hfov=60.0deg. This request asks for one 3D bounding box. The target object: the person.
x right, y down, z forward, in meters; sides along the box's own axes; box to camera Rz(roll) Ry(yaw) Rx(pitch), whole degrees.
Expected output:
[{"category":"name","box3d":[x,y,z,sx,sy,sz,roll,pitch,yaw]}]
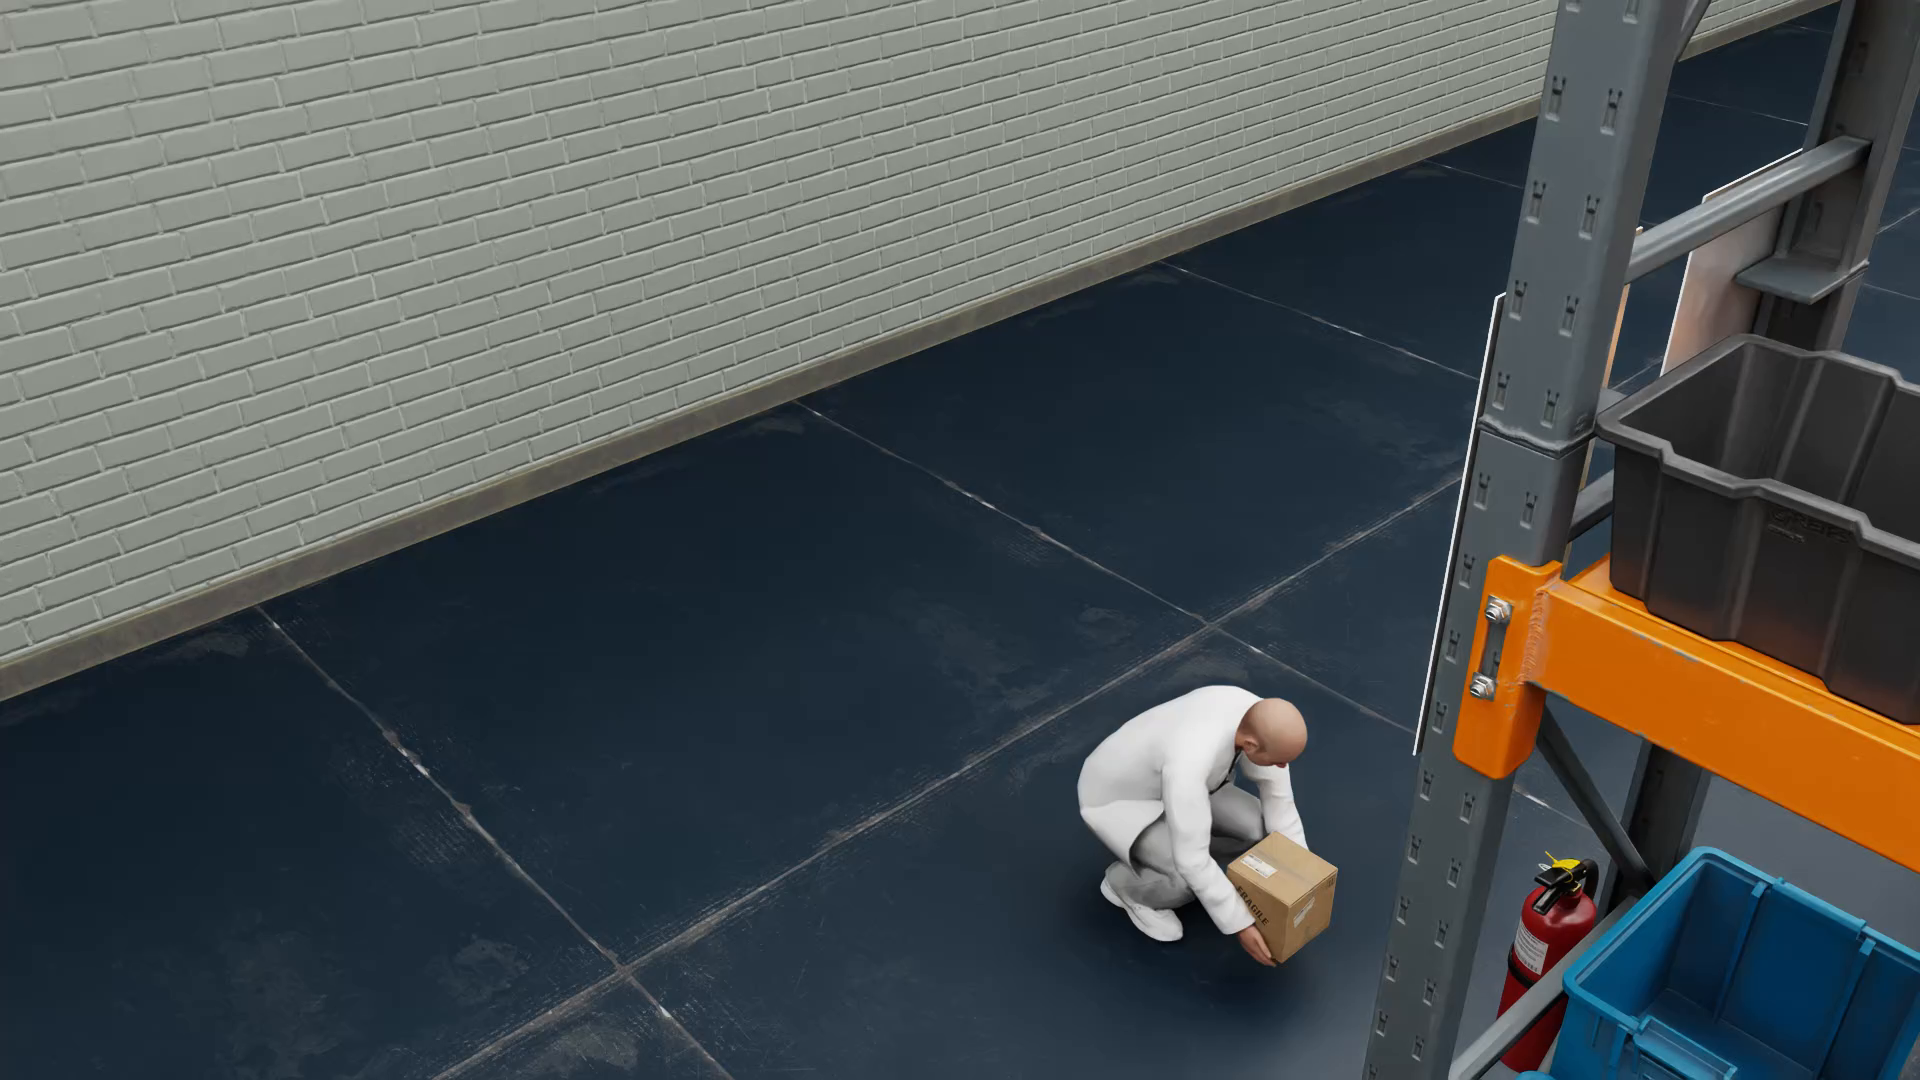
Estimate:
[{"category":"person","box3d":[0.793,0.863,5.487,0.595,0.998,0.896,-26,40,-36]}]
